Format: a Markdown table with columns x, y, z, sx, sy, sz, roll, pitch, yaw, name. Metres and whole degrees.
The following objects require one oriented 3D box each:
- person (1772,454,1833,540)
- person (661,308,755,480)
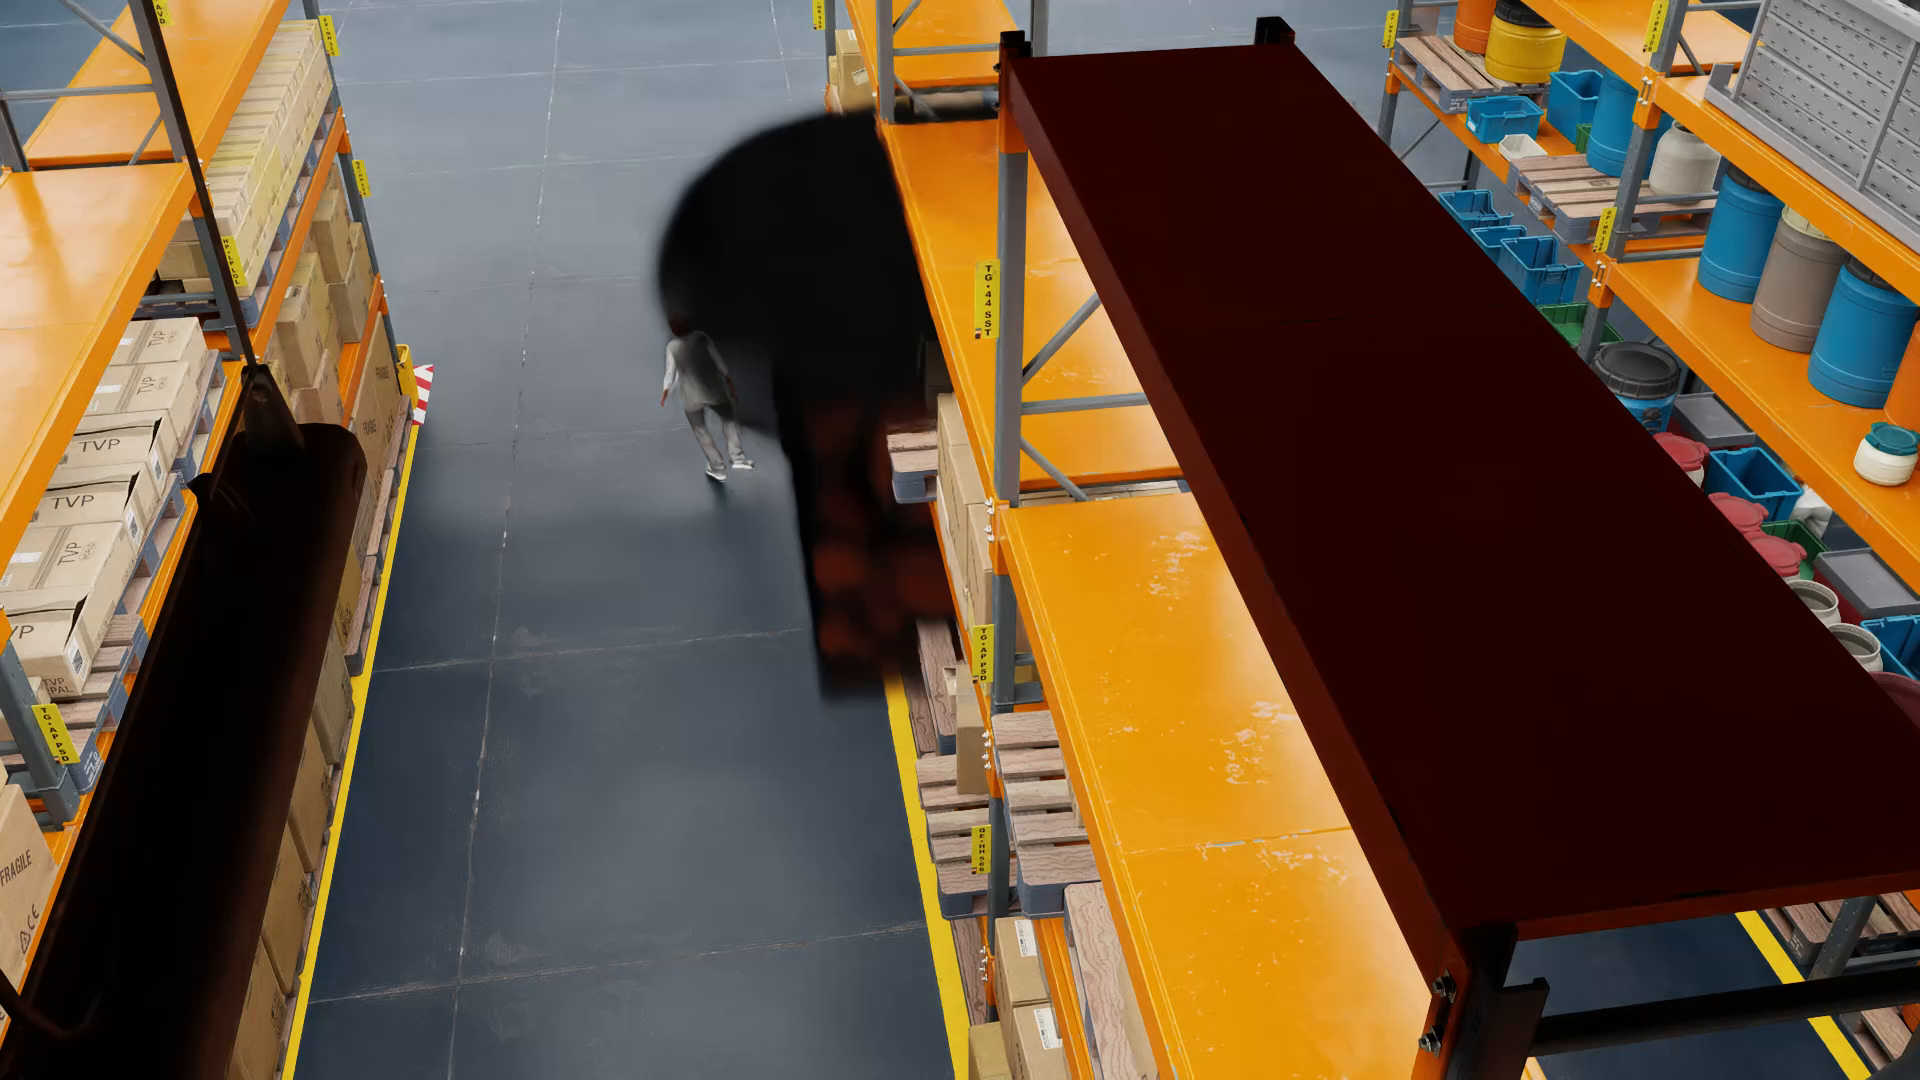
| x | y | z | sx | sy | sz | roll | pitch | yaw | name |
| --- | --- | --- | --- | --- | --- | --- | --- | --- | --- |
| 6.291 | -0.250 | 12.387 | 0.561 | 1.640 | 0.979 | -6 | 37 | -9 | person |
| -2.108 | -1.165 | 13.746 | 0.669 | 1.508 | 0.575 | -13 | 38 | -17 | person |
